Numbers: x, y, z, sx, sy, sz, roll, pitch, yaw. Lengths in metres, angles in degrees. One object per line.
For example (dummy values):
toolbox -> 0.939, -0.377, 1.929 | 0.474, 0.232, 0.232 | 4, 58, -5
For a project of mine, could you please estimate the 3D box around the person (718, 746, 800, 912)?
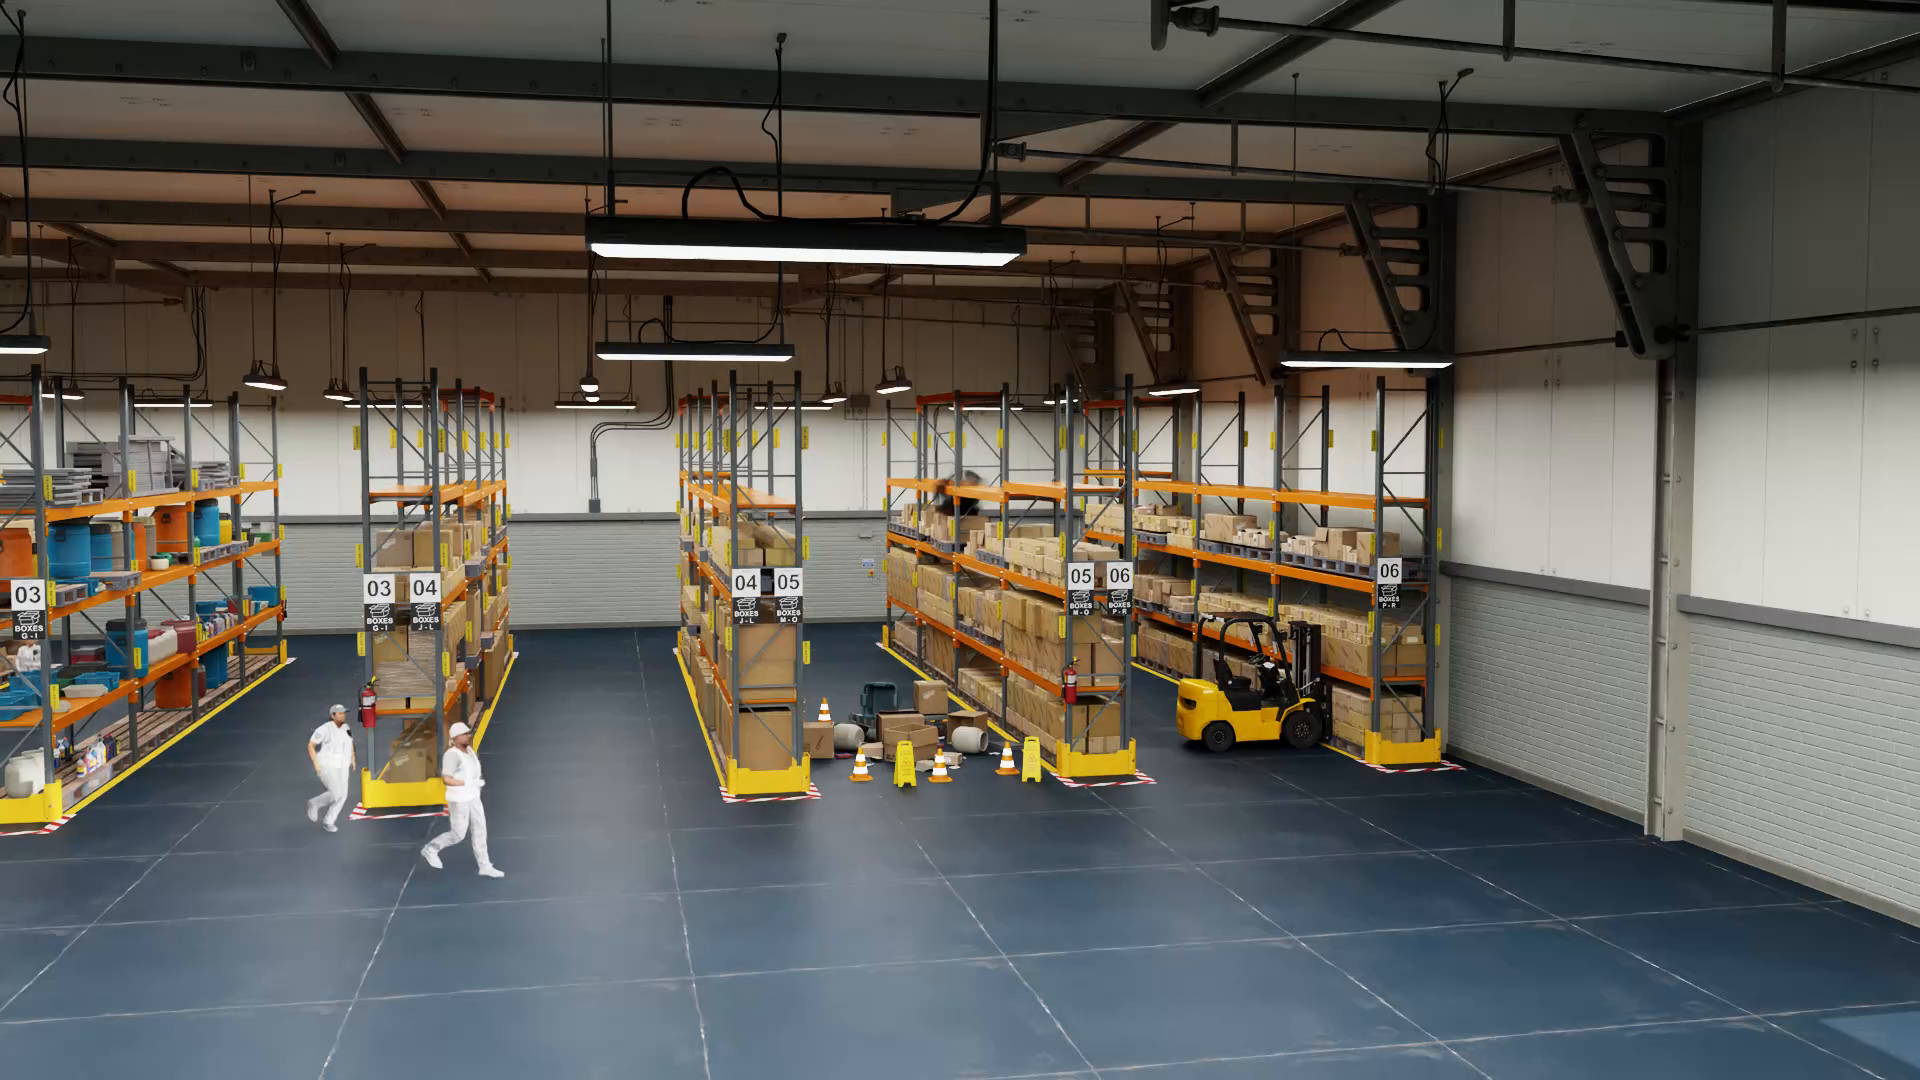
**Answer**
person -> -2.122, 3.068, 17.672 | 0.888, 1.761, 0.684 | 1, 3, 13

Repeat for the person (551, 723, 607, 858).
person -> -4.488, 2.998, 19.864 | 0.575, 1.626, 0.591 | 1, 4, 19
